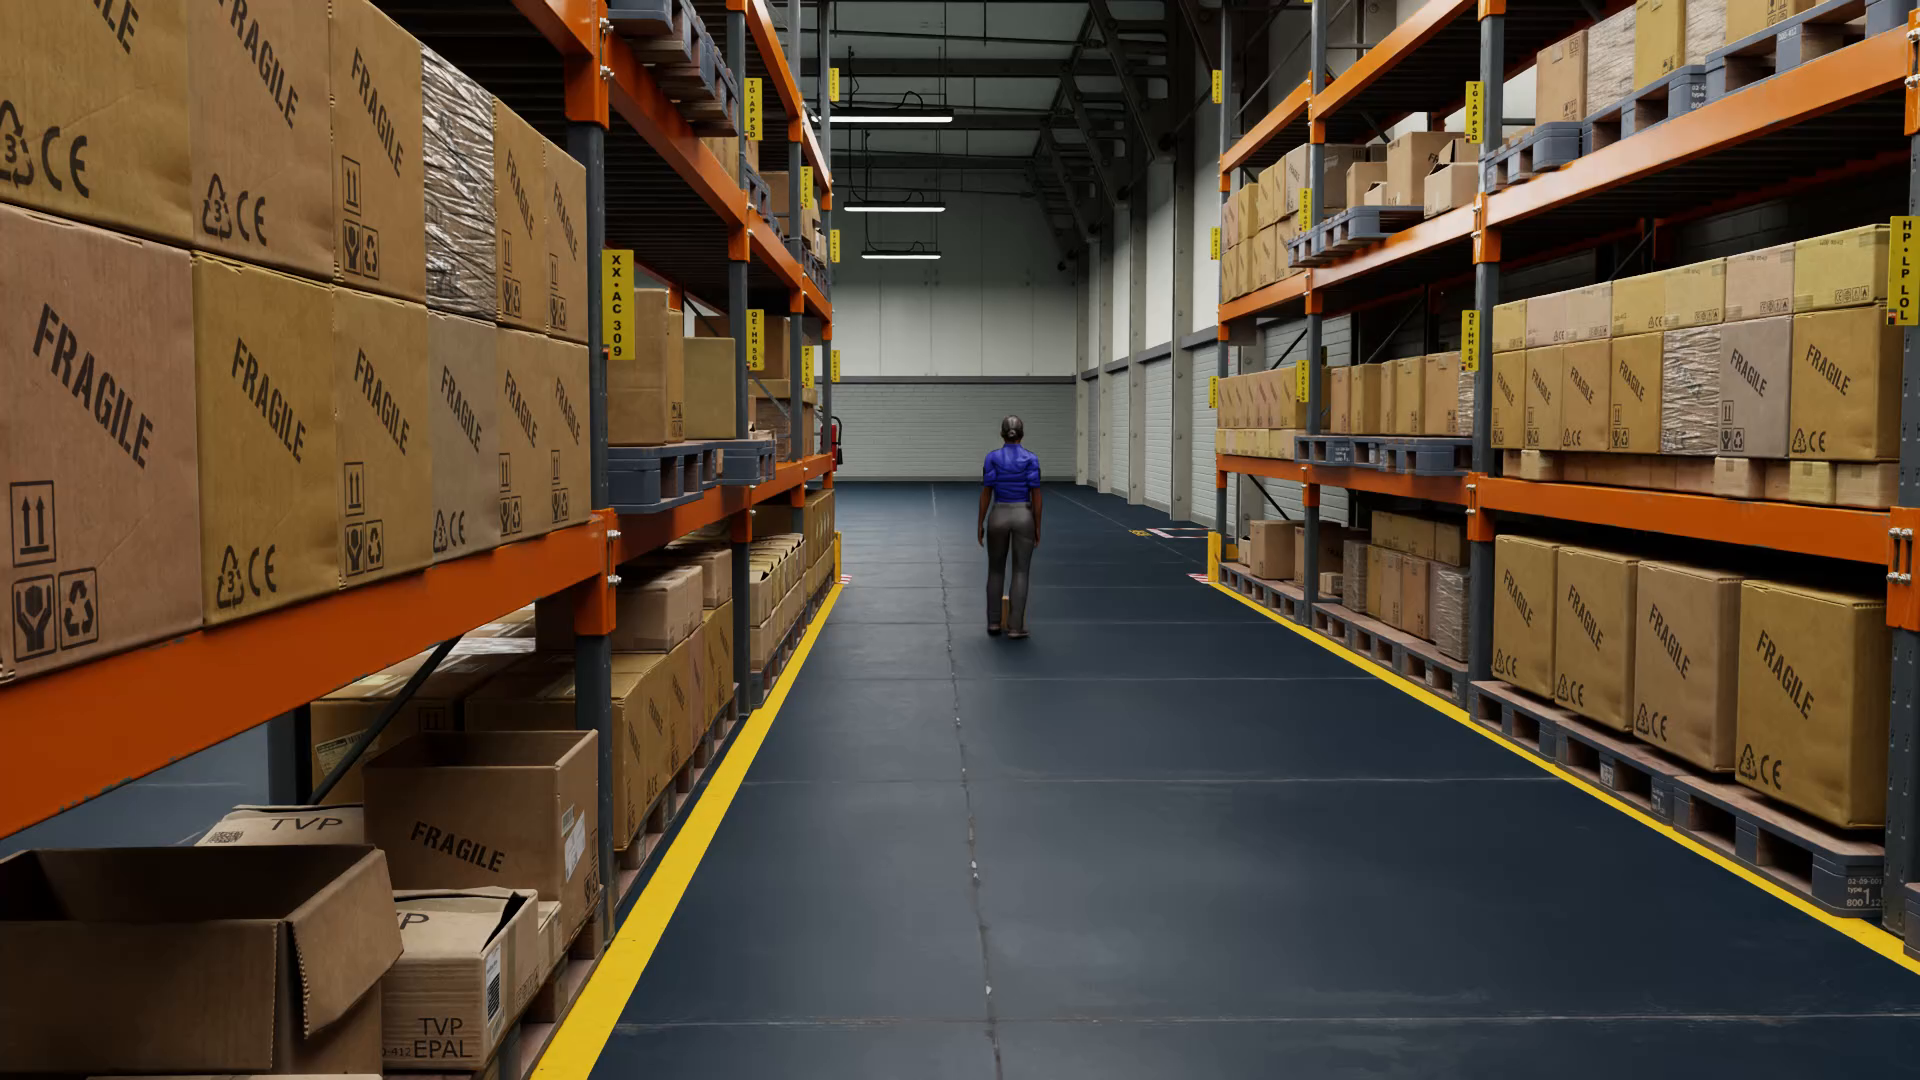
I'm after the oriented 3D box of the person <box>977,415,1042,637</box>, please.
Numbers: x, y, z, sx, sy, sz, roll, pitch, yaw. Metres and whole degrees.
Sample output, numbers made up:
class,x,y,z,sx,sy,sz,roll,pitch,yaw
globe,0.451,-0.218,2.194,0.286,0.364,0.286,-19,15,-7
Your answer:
class,x,y,z,sx,sy,sz,roll,pitch,yaw
person,0.394,-0.112,12.551,0.485,1.654,0.603,1,4,8
